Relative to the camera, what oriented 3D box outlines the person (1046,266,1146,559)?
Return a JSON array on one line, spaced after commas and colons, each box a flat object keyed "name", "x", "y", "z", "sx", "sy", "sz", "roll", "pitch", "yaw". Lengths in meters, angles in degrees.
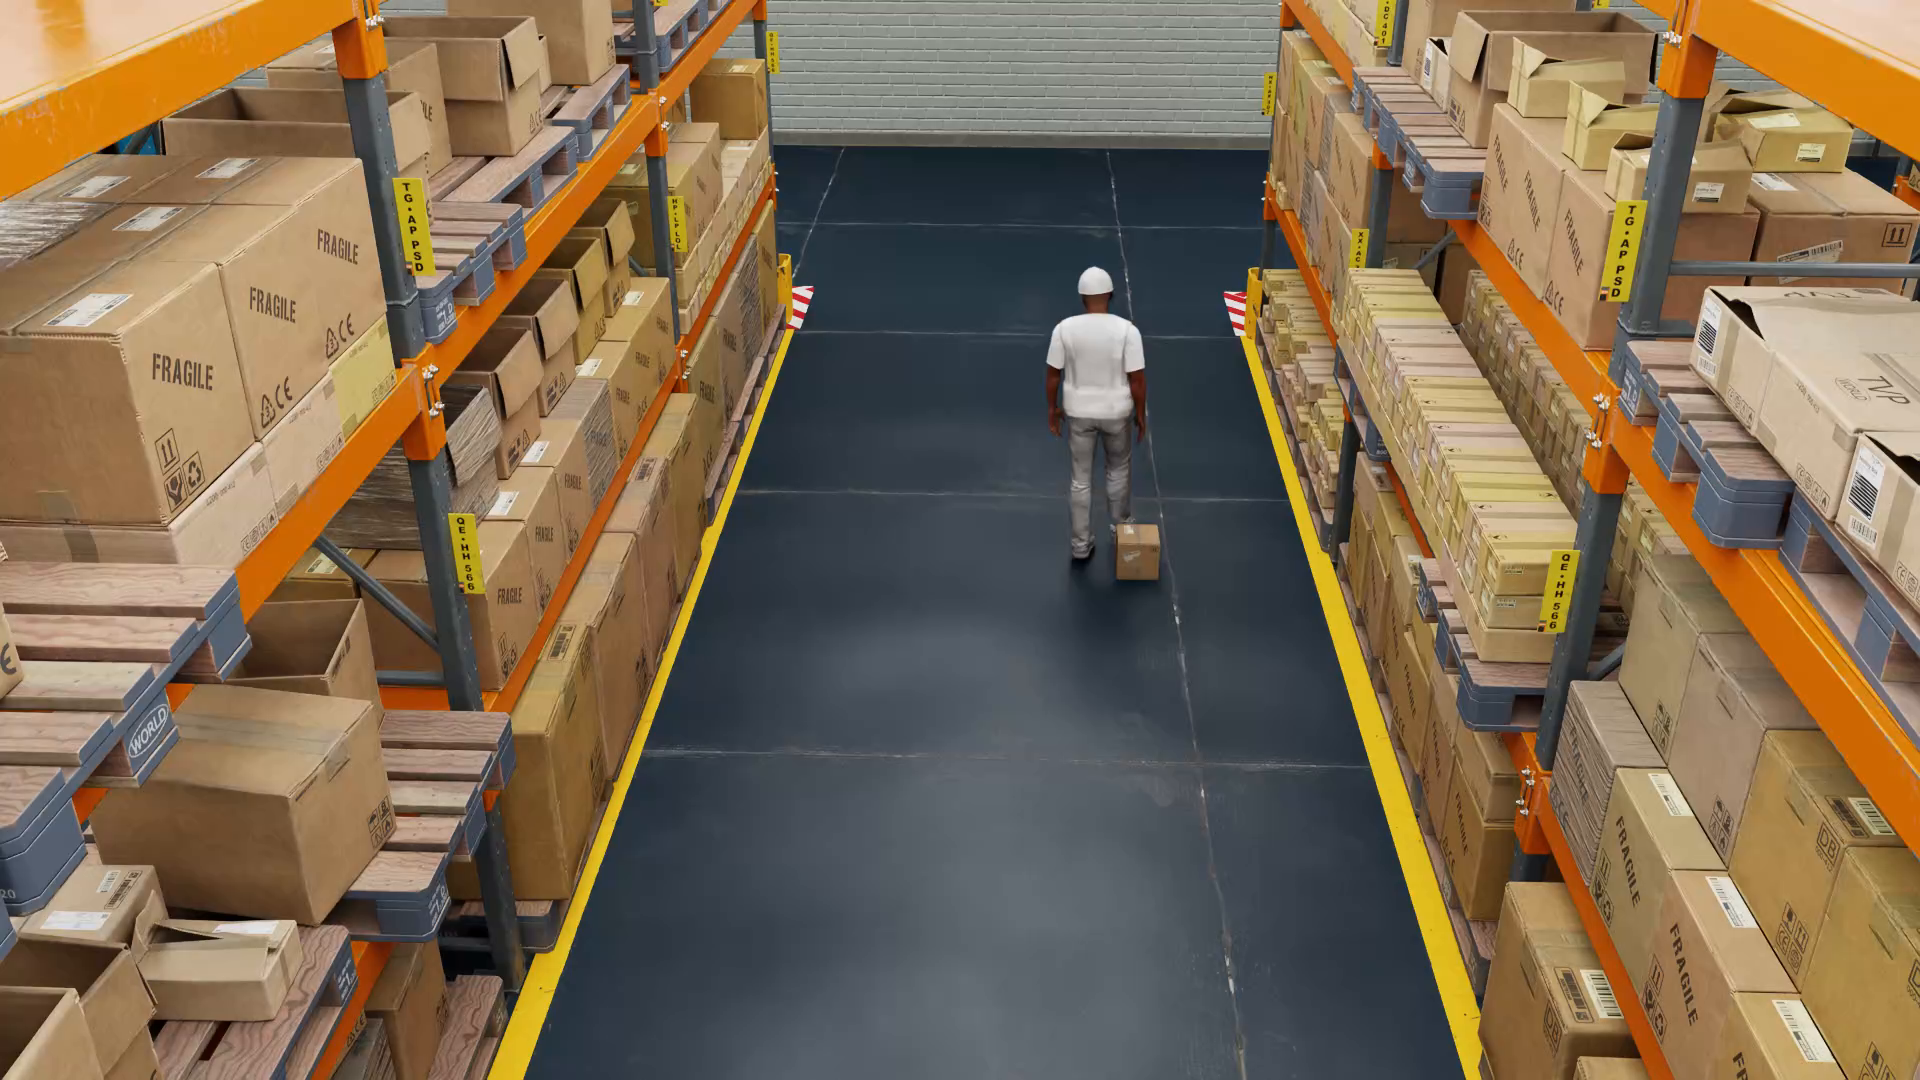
[{"name": "person", "x": 0.832, "y": -0.734, "z": 10.014, "sx": 0.655, "sy": 1.813, "sz": 0.568, "roll": 5, "pitch": 28, "yaw": 9}]
